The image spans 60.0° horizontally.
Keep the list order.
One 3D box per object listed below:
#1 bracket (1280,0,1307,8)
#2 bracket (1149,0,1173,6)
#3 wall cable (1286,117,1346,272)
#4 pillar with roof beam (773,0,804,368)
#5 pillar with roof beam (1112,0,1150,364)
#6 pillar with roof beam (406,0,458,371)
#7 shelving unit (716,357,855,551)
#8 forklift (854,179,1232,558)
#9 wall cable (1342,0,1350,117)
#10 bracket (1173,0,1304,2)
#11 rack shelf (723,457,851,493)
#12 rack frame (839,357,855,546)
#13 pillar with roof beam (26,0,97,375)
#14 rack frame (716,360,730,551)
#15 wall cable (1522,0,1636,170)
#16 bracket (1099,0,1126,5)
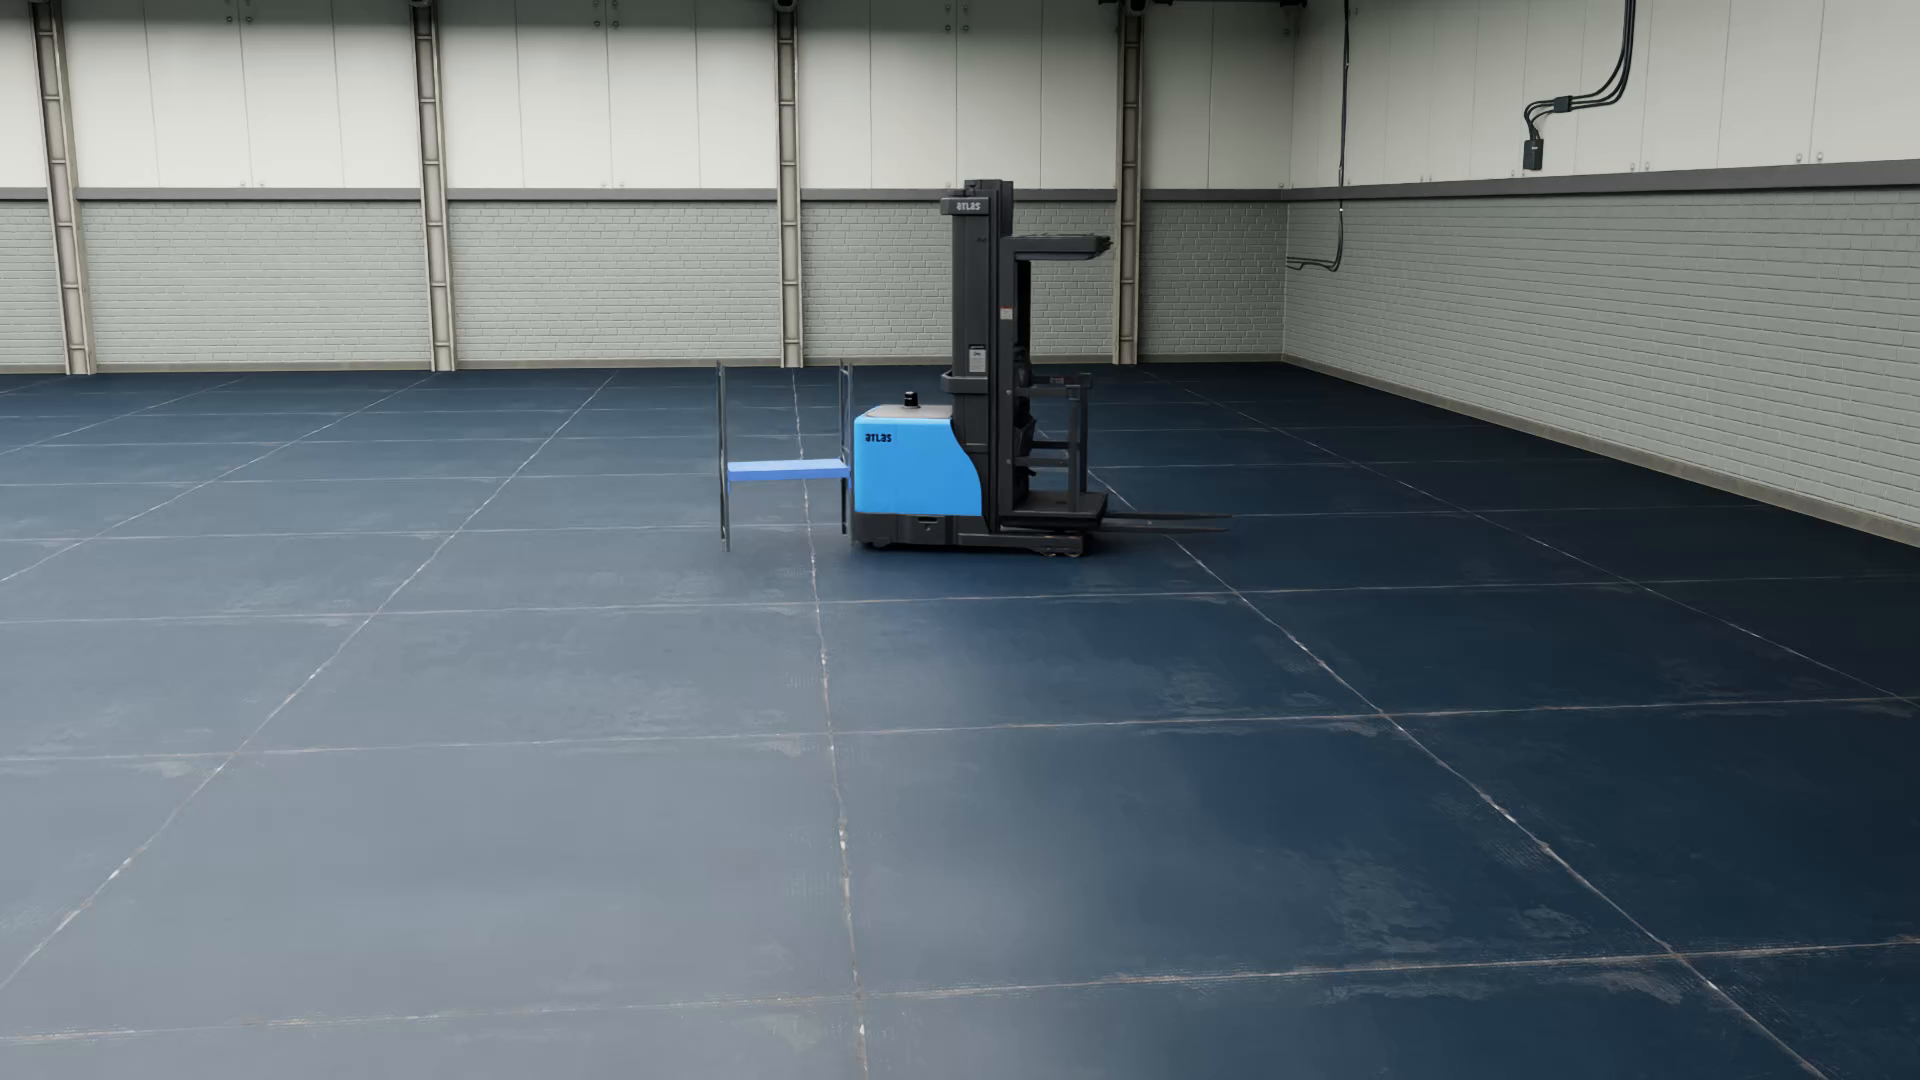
[{"bbox_3d":[5.791,-9.373,28.885,0.430,0.232,0.235,-1,11,-6],"label":"bracket"},{"bbox_3d":[3.435,-9.323,28.634,0.430,0.232,0.235,-1,11,-6],"label":"bracket"},{"bbox_3d":[6.056,-5.901,28.605,0.112,2.526,3.097,-1,11,-6],"label":"wall cable"},{"bbox_3d":[-2.516,-6.666,24.448,0.548,9.000,9.100,-1,11,-6],"label":"pillar with roof beam"},{"bbox_3d":[3.449,-6.791,25.084,0.548,9.000,9.100,-1,11,-6],"label":"pillar with roof beam"},{"bbox_3d":[-8.481,-6.541,23.812,0.548,9.000,9.100,-1,11,-6],"label":"pillar with roof beam"},{"bbox_3d":[-1.429,-0.713,13.609,1.048,1.500,0.538,-3,11,-13],"label":"shelving unit"},{"bbox_3d":[0.701,-1.409,13.435,3.031,2.935,1.130,2,11,9],"label":"forklift"},{"bbox_3d":[6.348,-7.860,25.479,0.112,2.526,3.097,-1,11,-6],"label":"wall cable"},{"bbox_3d":[5.204,-9.361,28.822,3.189,0.066,0.076,-1,11,-6],"label":"bracket"},{"bbox_3d":[-1.429,-0.537,13.644,1.000,0.185,0.538,-3,11,-13],"label":"rack shelf"},{"bbox_3d":[-0.933,-0.735,13.720,0.032,1.500,0.500,-3,11,-13],"label":"rack frame"},{"bbox_3d":[-14.446,-6.416,23.177,0.548,9.000,9.100,-1,11,-6],"label":"pillar with roof beam"},{"bbox_3d":[-1.925,-0.692,13.499,0.032,1.500,0.500,-3,11,-13],"label":"rack frame"},{"bbox_3d":[7.065,-7.272,18.715,0.169,6.003,2.305,-1,11,-6],"label":"wall cable"},{"bbox_3d":[2.610,-9.306,28.546,0.430,0.232,0.235,-1,11,-6],"label":"bracket"}]
